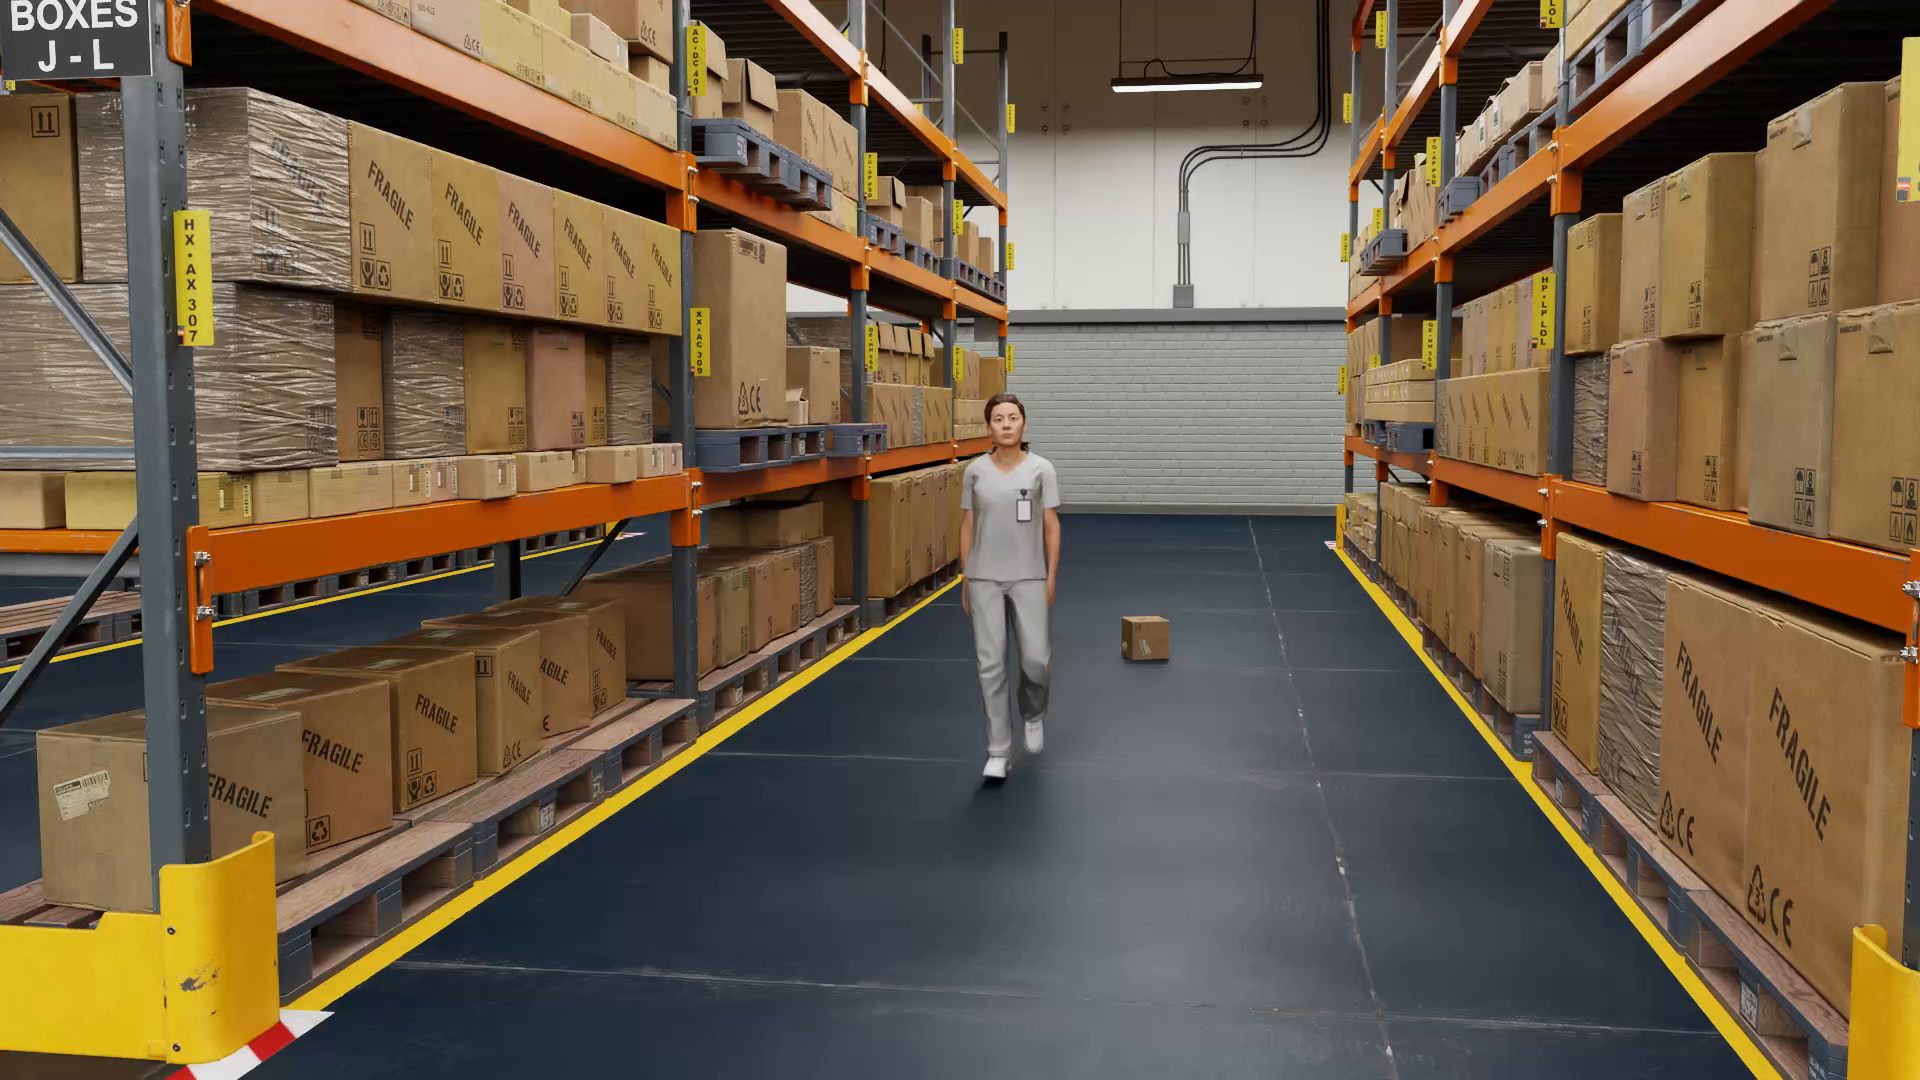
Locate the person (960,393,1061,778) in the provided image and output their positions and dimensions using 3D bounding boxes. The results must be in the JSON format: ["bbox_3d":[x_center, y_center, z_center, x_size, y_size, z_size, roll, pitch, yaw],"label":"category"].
[{"bbox_3d":[0.218,0.196,7.301,0.444,1.637,0.566,1,5,7],"label":"person"}]
